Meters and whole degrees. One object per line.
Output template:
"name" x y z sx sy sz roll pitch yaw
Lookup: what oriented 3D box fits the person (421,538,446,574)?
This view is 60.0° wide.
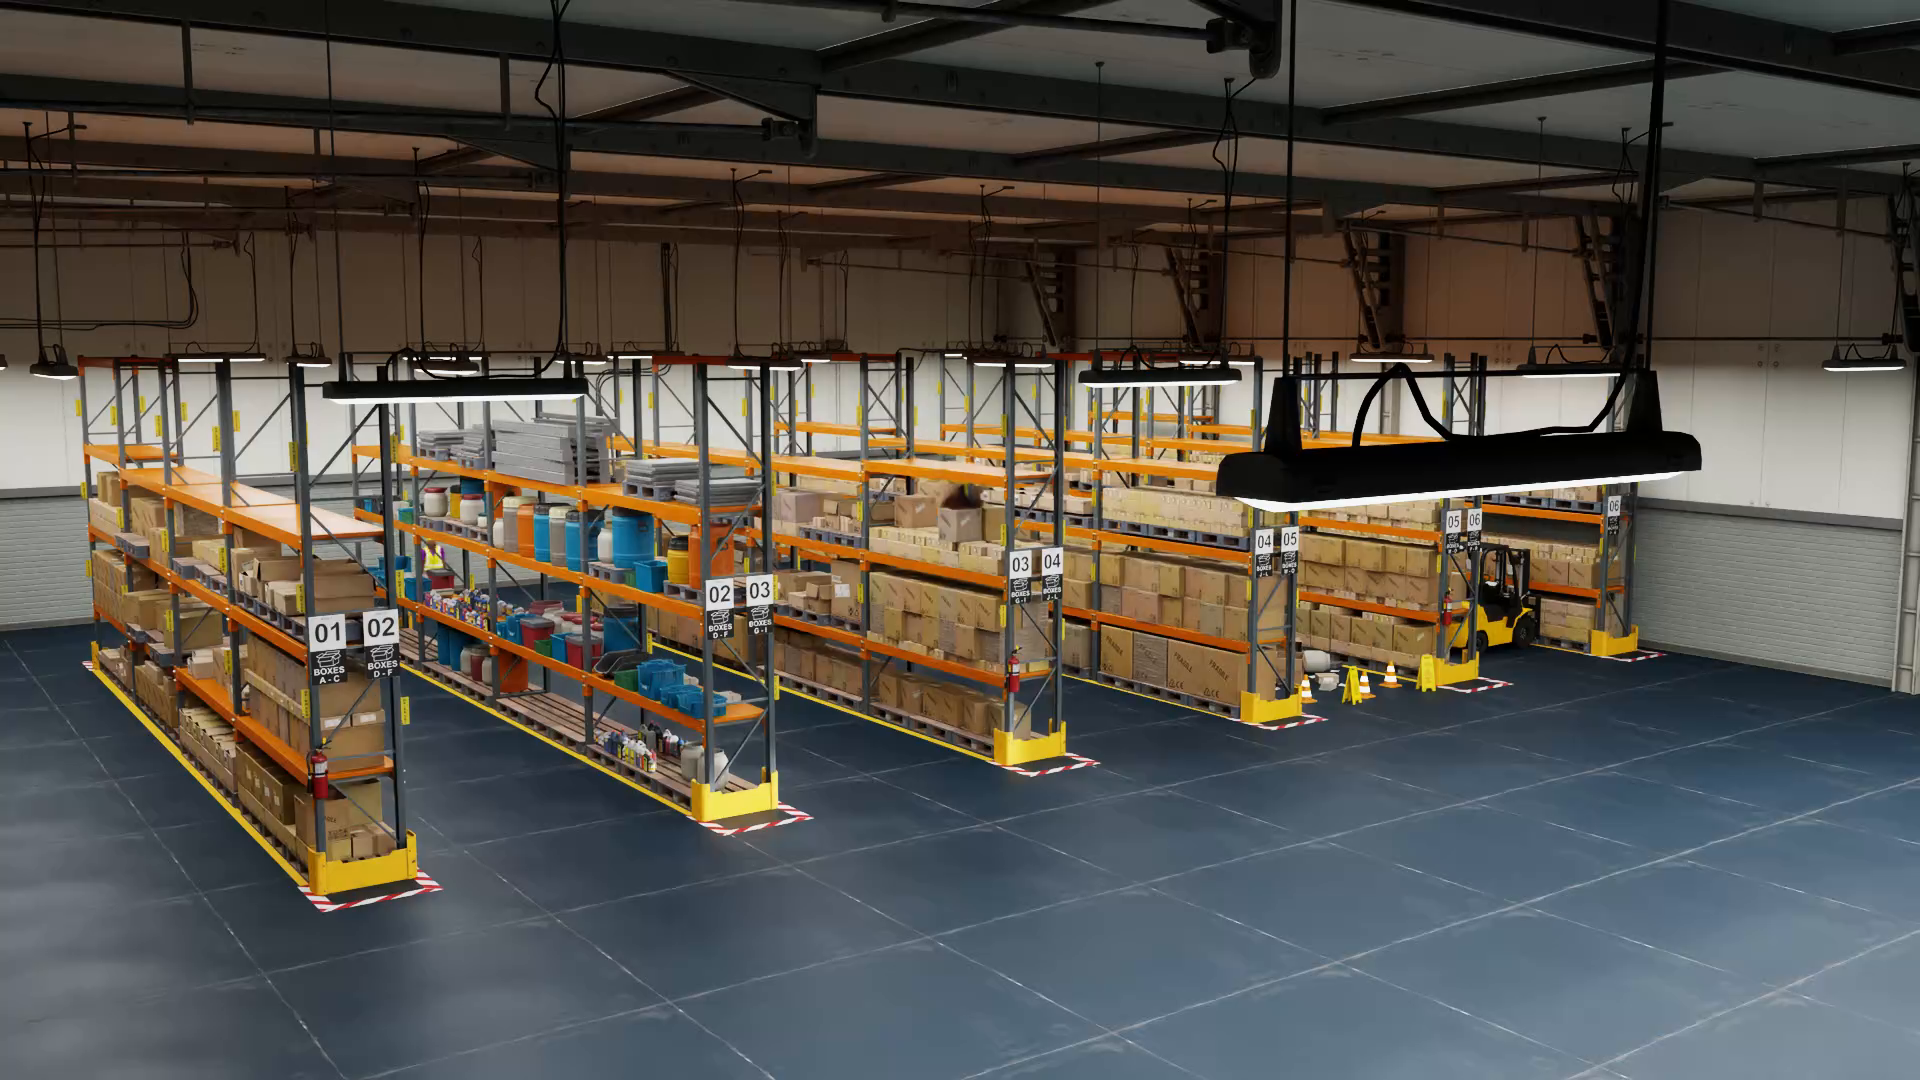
"person" -12.312 0.741 38.912 0.569 1.759 0.719 -1 7 -10
